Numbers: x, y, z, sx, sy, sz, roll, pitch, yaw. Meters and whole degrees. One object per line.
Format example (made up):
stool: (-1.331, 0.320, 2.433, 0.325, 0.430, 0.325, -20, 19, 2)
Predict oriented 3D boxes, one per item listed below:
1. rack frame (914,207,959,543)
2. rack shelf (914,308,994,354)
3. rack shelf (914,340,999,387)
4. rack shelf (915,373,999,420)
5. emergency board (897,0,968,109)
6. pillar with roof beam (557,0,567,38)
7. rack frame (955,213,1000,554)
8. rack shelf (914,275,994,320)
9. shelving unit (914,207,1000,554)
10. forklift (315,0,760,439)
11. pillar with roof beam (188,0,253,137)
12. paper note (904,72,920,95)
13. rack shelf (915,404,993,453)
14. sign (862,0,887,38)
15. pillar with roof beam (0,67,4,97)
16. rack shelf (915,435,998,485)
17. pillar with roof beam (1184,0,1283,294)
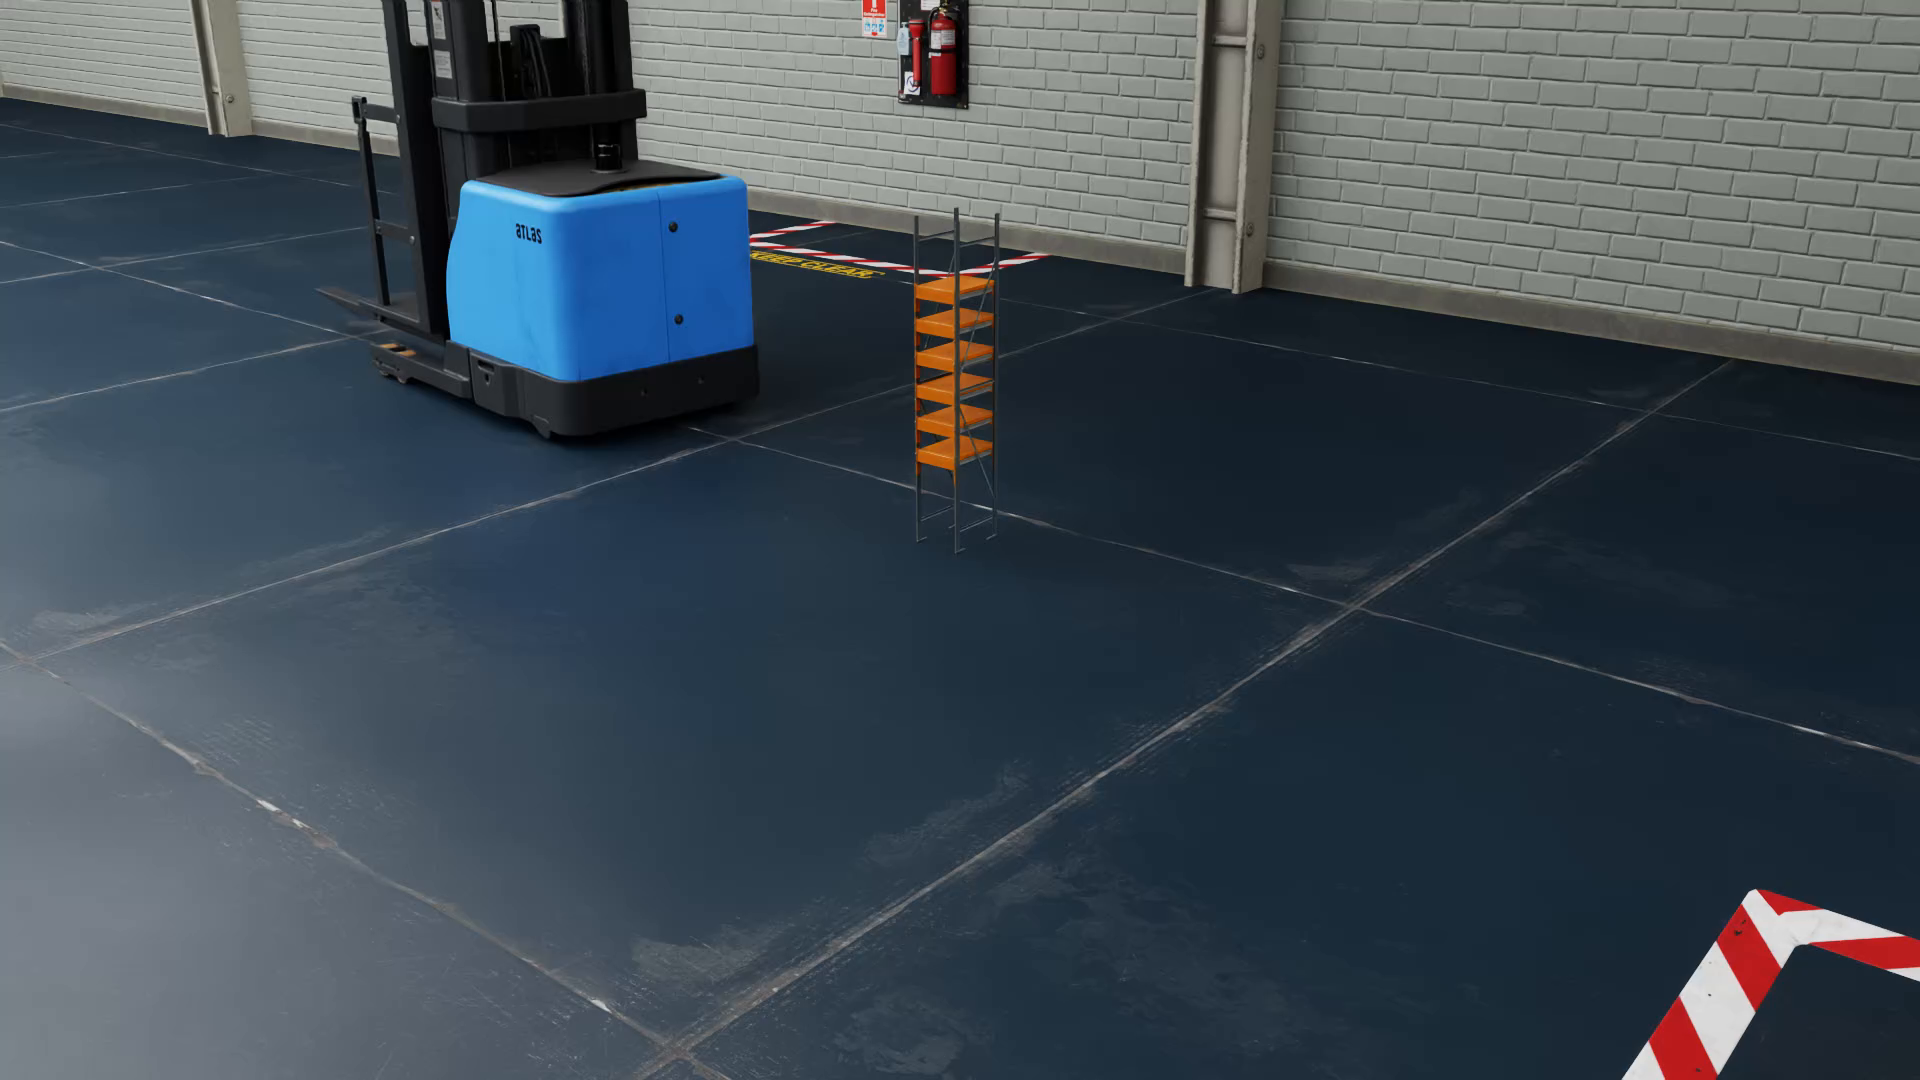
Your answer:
rack frame: (-0.082, -0.585, 6.019, 0.006, 1.200, 0.240, 16, 26, 36)
rack shelf: (-0.011, -0.748, 5.896, 0.180, 0.103, 0.258, 16, 26, 36)
rack shelf: (-0.011, -0.635, 5.938, 0.180, 0.103, 0.258, 16, 26, 36)
rack shelf: (-0.011, -0.523, 5.981, 0.180, 0.103, 0.258, 16, 26, 36)
emergency board: (-0.243, -3.552, 11.337, 0.643, 1.169, 0.194, 16, 26, 36)
pillar with roof beam: (-5.723, -5.960, 9.218, 0.400, 9.000, 9.100, 16, 26, 36)
rack frame: (0.060, -0.544, 5.911, 0.006, 1.200, 0.240, 16, 26, 36)
rack shelf: (-0.011, -0.860, 5.854, 0.180, 0.103, 0.258, 16, 26, 36)
shelving unit: (-0.011, -0.565, 5.965, 0.189, 1.200, 0.258, 16, 26, 36)
forklift: (-2.309, -2.251, 7.983, 1.130, 2.935, 3.031, -18, 27, -40)
pillar with roof beam: (-10.371, -7.298, 12.768, 0.400, 9.000, 9.100, 16, 26, 36)
paper note: (-0.336, -3.199, 11.648, 0.142, 0.148, 0.016, 16, 26, 36)
rack shelf: (-0.011, -0.411, 6.023, 0.180, 0.103, 0.258, 16, 26, 36)
sign: (-0.606, -3.721, 11.733, 0.234, 0.329, 0.001, 16, 26, 36)
pillar with roof beam: (-15.019, -8.637, 16.318, 0.400, 9.000, 9.100, 16, 26, 36)
rack shelf: (-0.011, -0.298, 6.065, 0.180, 0.103, 0.258, 16, 26, 36)
pillar with roof beam: (-1.074, -4.621, 5.669, 0.400, 9.000, 9.100, 16, 26, 36)
